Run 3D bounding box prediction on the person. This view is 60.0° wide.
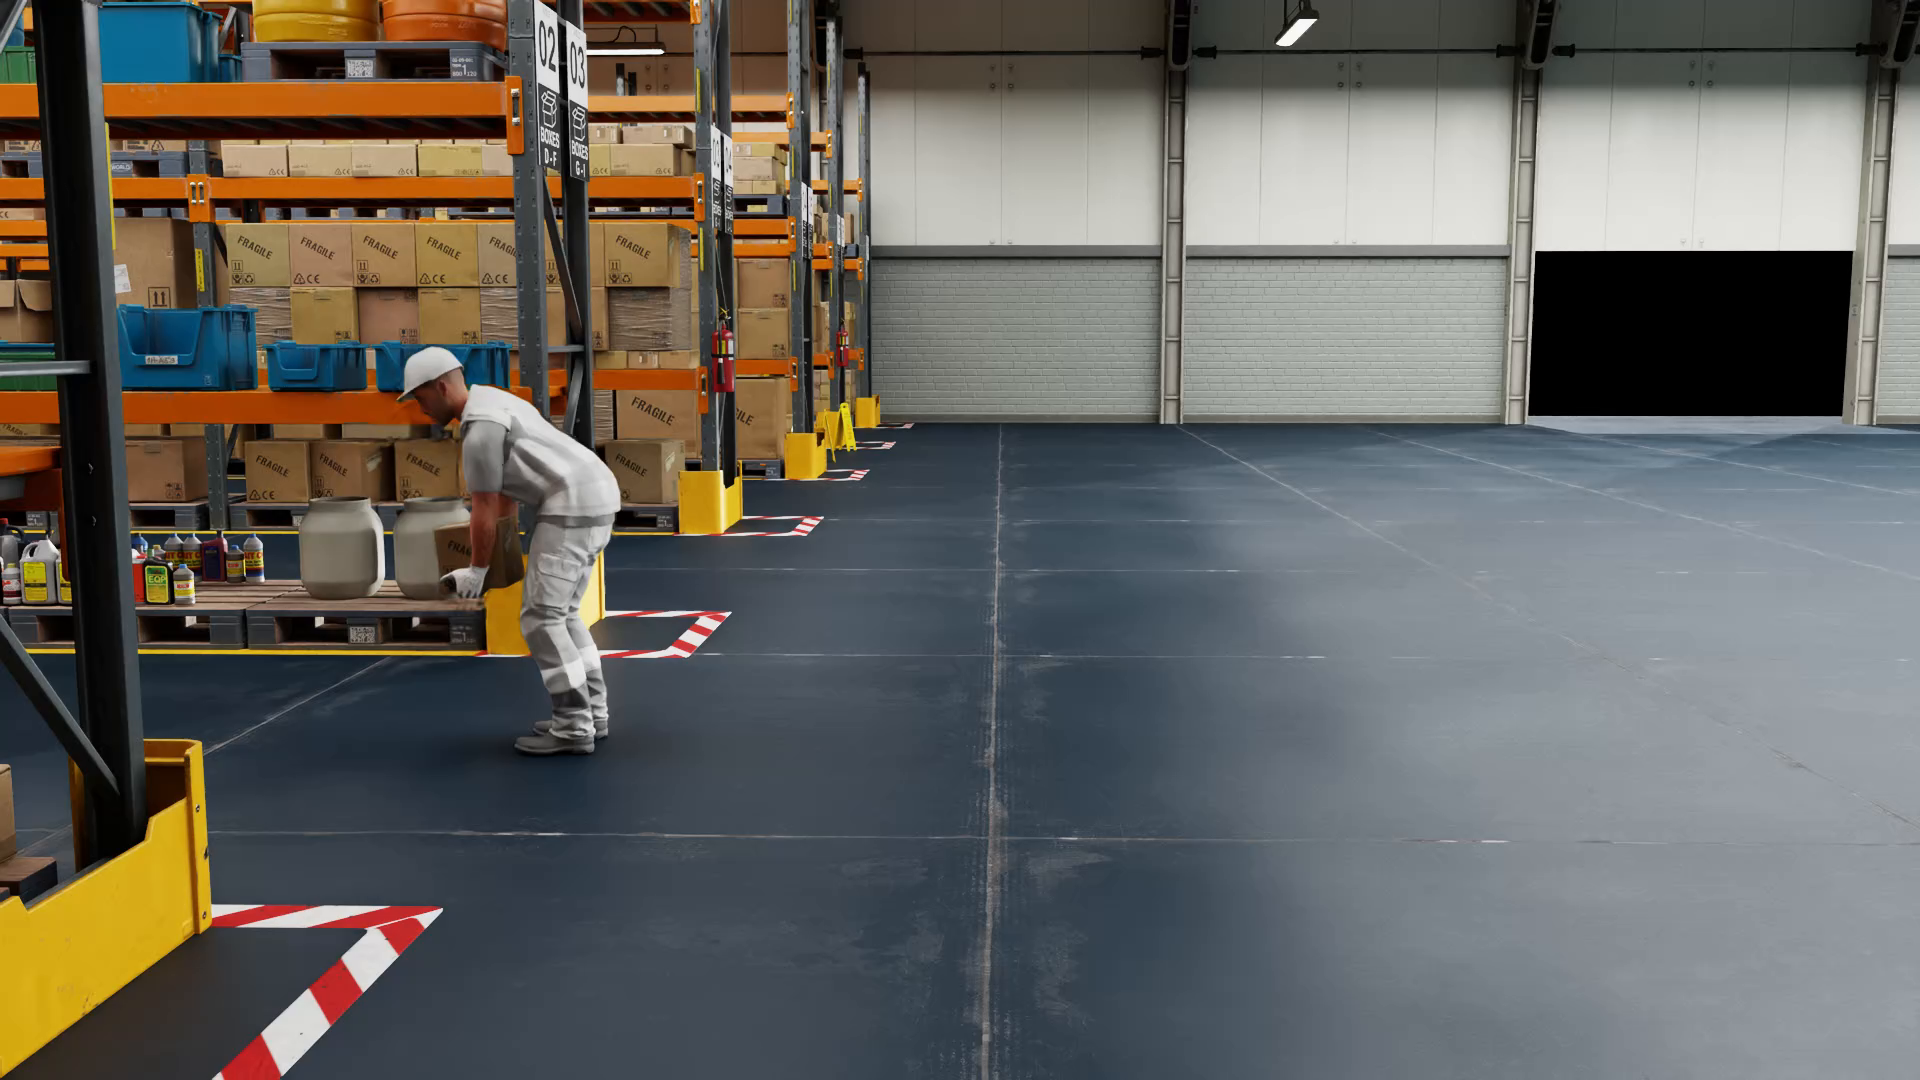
[{"bbox_3d":[-1.719,0.034,6.391,0.819,1.540,0.483,0,7,0],"label":"person"}]
